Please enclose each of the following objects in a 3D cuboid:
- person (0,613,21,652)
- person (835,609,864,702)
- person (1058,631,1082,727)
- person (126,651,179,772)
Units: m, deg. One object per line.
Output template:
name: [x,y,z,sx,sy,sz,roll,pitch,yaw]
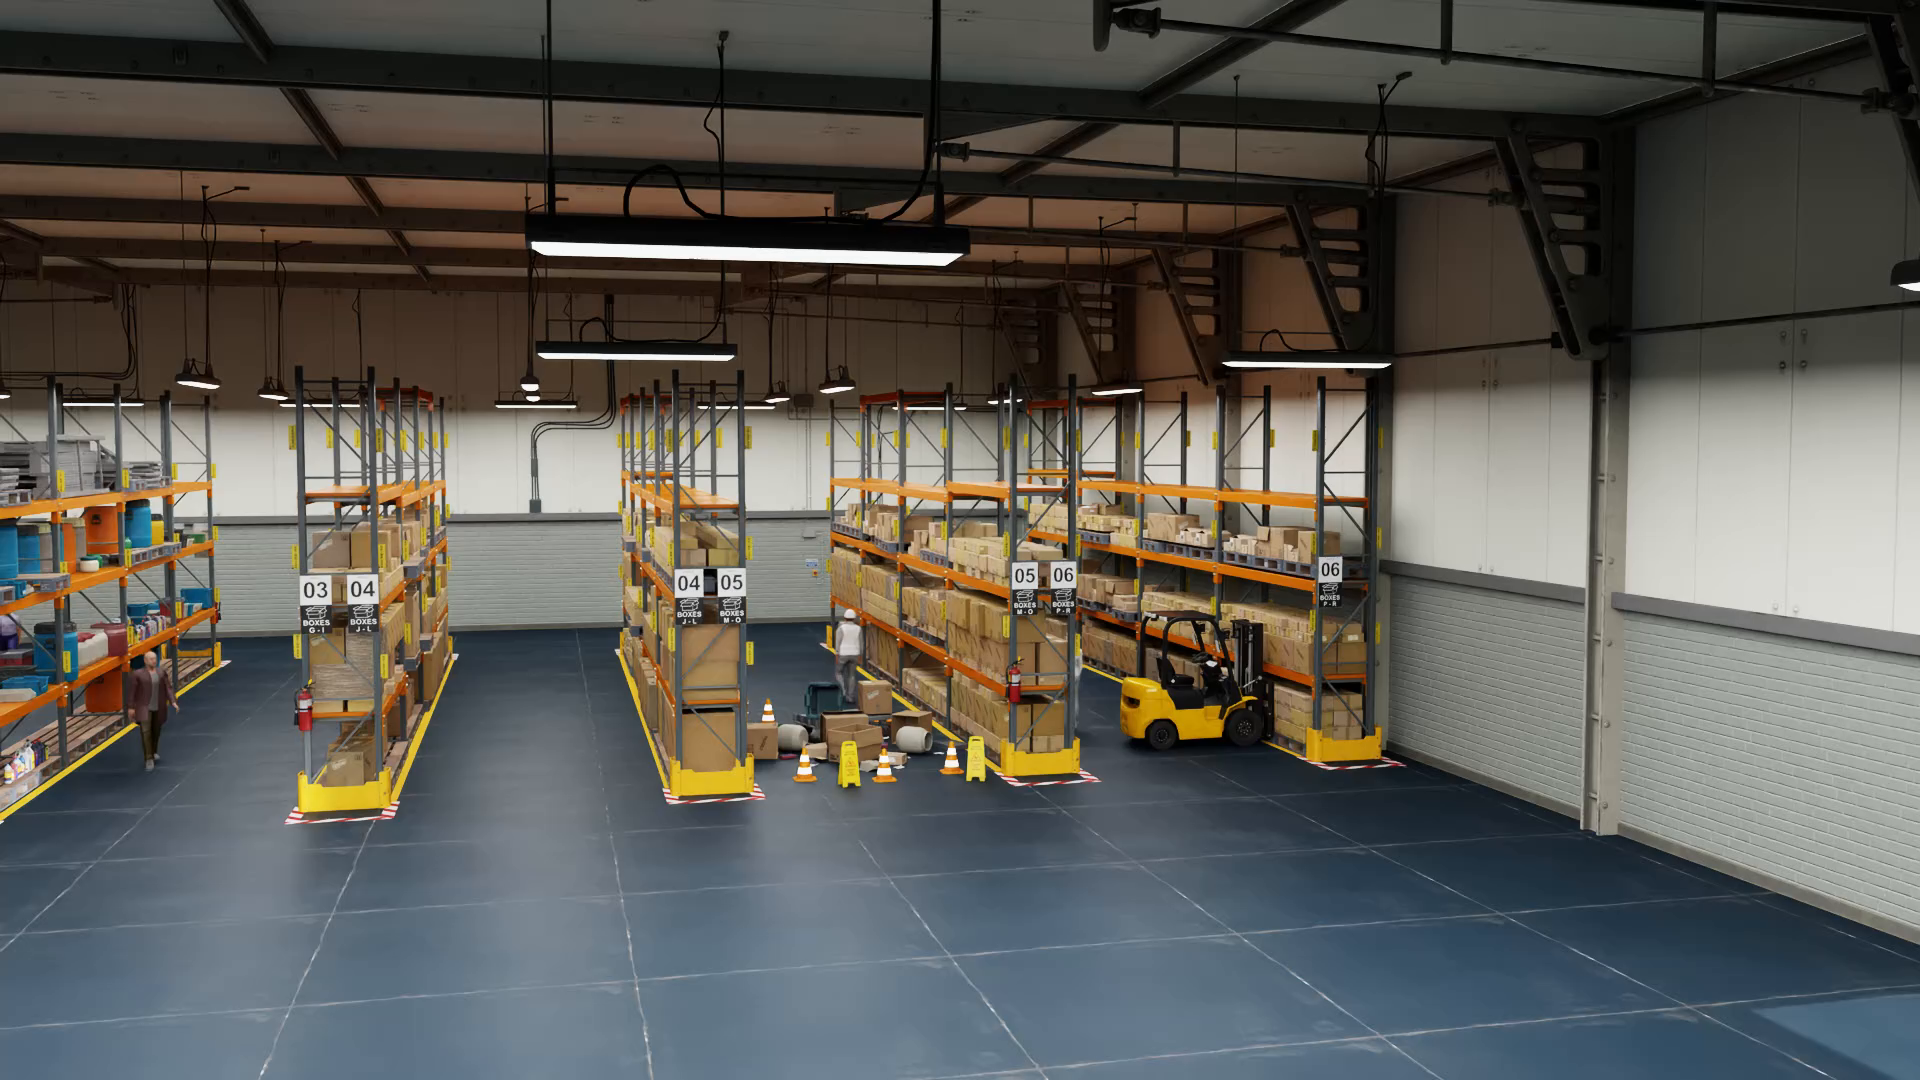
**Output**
person: [-20.037,2.101,34.977,0.456,1.587,1.043,-1,4,-14]
person: [-2.132,2.219,31.870,0.583,1.802,0.437,-1,4,-16]
person: [1.938,2.454,29.032,0.485,1.745,0.580,-1,4,-17]
person: [-12.402,2.641,25.549,0.703,1.670,1.017,-3,4,-38]
